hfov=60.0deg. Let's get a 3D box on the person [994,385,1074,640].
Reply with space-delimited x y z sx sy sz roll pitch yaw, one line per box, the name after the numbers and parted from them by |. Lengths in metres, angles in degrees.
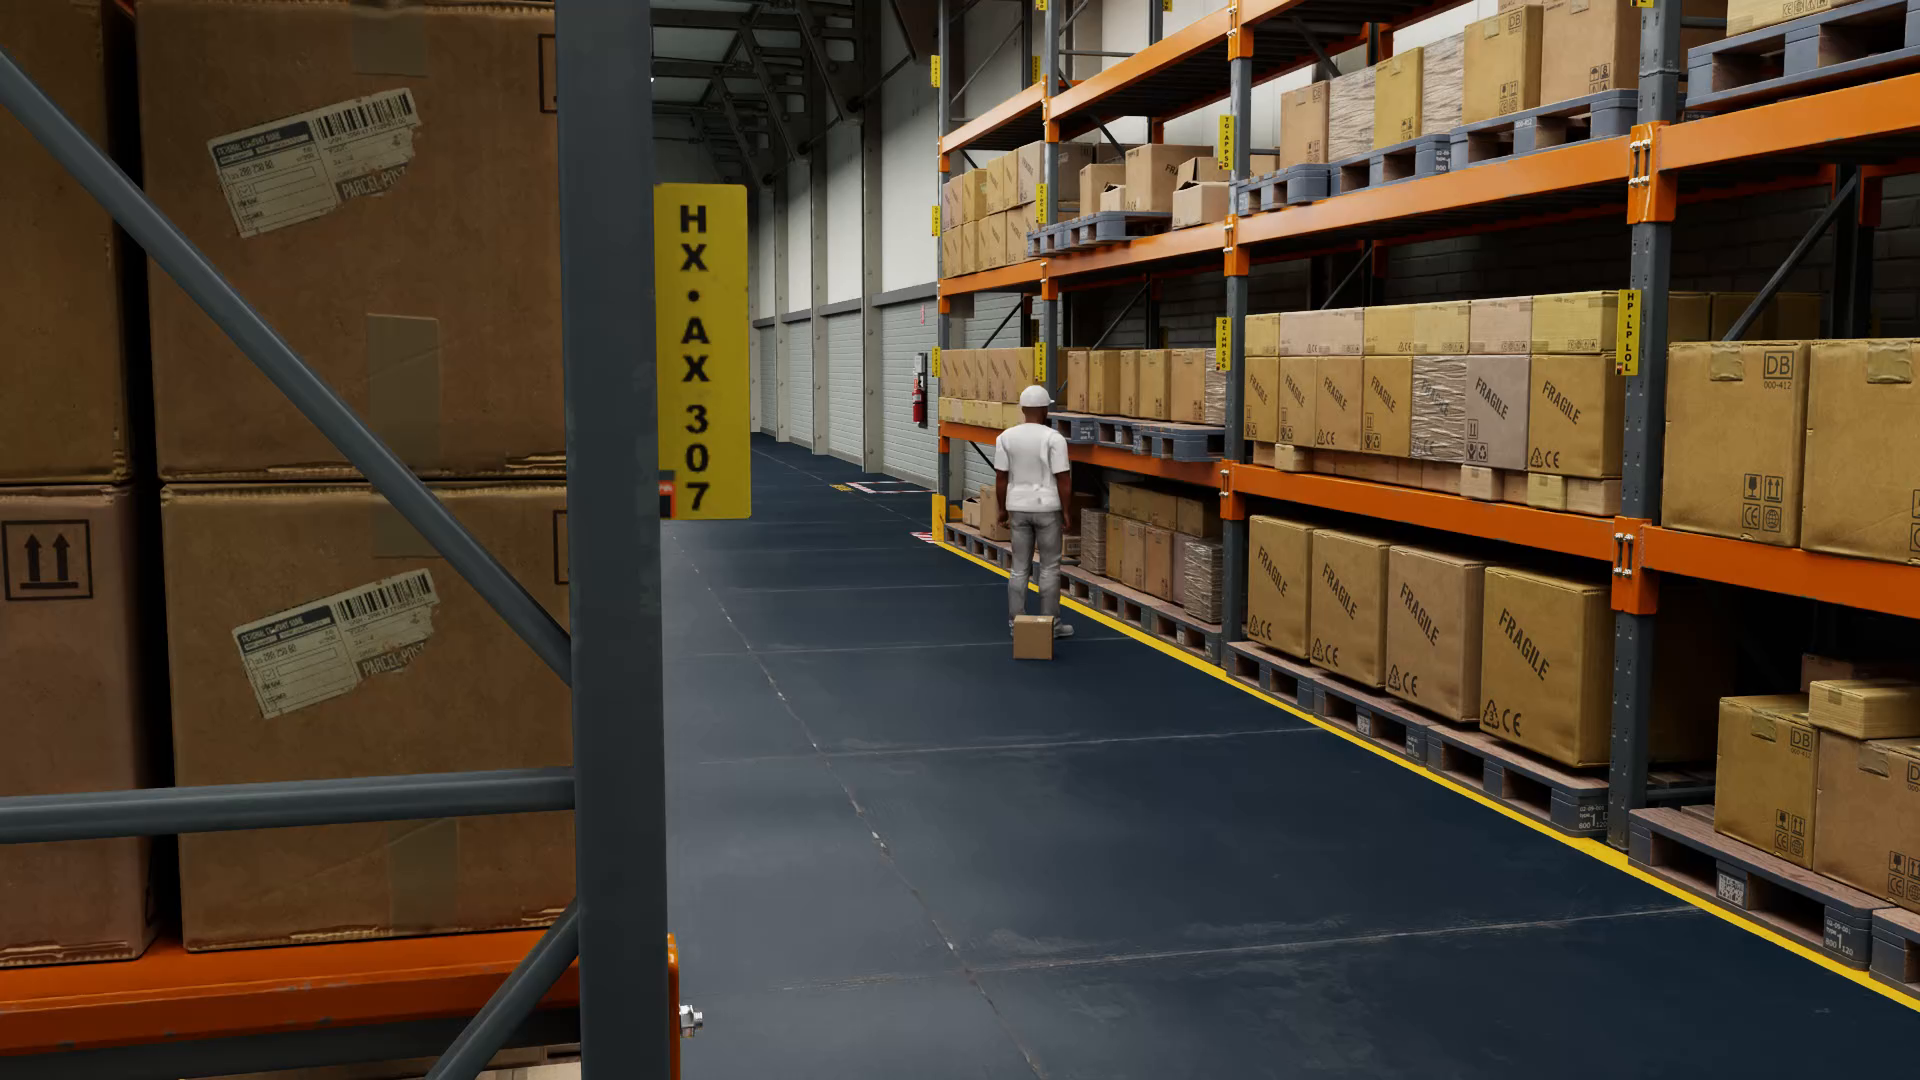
0.536 -0.198 11.686 0.569 1.772 0.385 3 7 26 | person
